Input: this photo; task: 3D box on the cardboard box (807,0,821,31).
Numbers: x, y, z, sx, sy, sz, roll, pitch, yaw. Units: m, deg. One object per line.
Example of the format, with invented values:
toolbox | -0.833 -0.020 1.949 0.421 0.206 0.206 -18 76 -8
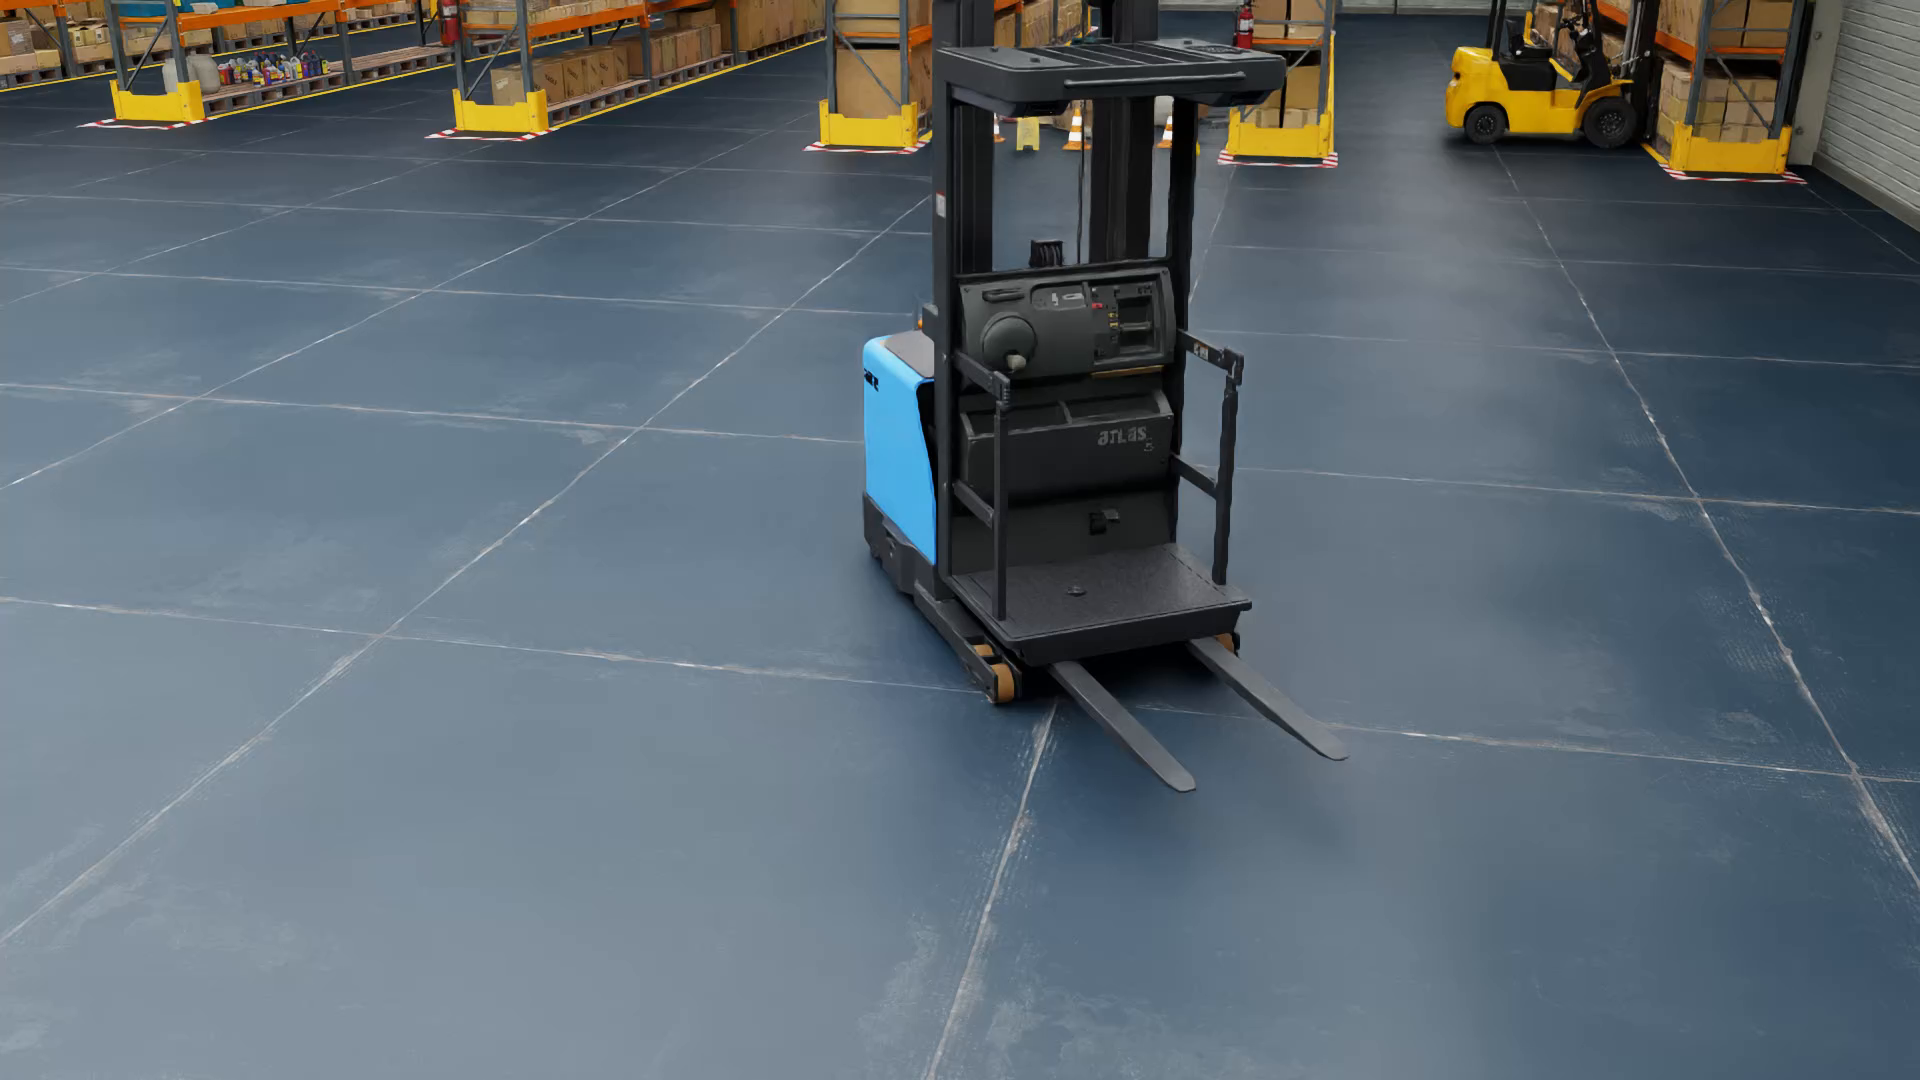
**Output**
cardboard box | -3.287 -10.527 32.759 0.875 0.875 0.875 4 22 11

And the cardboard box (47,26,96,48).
cardboard box | -14.502 -8.225 27.129 0.500 0.311 0.500 5 22 11

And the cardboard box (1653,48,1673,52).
cardboard box | 9.023 -6.255 21.649 0.500 0.250 0.500 4 22 10

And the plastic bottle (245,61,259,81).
plastic bottle | -10.527 -6.985 24.739 0.152 0.276 0.135 4 22 11

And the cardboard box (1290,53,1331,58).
cardboard box | 4.405 -5.863 21.011 0.500 0.500 0.500 5 22 12

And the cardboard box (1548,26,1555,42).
cardboard box | 10.960 -9.234 30.363 0.396 0.266 0.258 5 23 13

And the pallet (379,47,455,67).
pallet | -9.361 -8.424 28.987 1.003 0.211 1.213 4 22 11

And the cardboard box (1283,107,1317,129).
cardboard box | 4.188 -5.132 20.199 0.500 0.250 0.500 4 22 10

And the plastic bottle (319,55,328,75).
plastic bottle | -9.757 -7.278 25.455 0.061 0.283 0.133 6 23 14

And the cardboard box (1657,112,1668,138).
cardboard box | 8.510 -4.858 19.519 0.500 0.250 0.500 4 22 11

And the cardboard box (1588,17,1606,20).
cardboard box | 10.496 -8.592 27.589 0.380 0.149 0.250 5 22 11

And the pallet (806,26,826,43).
pallet | -3.268 -10.061 33.053 1.003 0.211 1.213 4 22 11

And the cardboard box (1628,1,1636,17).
cardboard box | 9.276 -7.159 22.315 0.500 0.250 0.500 5 22 12

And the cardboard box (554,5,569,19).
cardboard box | -5.433 -7.028 22.125 0.380 0.149 0.250 4 22 11

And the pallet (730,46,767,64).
pallet | -4.082 -8.609 29.447 1.003 0.211 1.213 4 22 11

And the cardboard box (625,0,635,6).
cardboard box | -4.949 -7.849 24.163 0.380 0.149 0.250 4 22 11

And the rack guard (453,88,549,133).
rack guard | -5.933 -5.562 21.496 1.175 0.500 0.348 4 22 11

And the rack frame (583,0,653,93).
rack frame | -5.133 -8.157 24.592 1.000 3.000 0.127 4 22 11

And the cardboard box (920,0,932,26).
cardboard box | -0.754 -6.886 21.235 0.875 0.550 0.550 4 22 11

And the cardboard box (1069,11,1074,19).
cardboard box | 2.055 -10.453 33.150 0.380 0.149 0.250 6 23 14

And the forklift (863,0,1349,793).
forklift | 0.524 -0.872 6.596 1.130 2.935 3.031 -8 23 -19

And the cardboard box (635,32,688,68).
cardboard box | -4.757 -7.802 26.468 0.700 0.500 0.500 3 22 6

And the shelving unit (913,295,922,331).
shelving unit | -0.042 -0.709 8.508 0.258 1.200 0.503 6 23 15

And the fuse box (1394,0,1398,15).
fuse box | 10.172 -13.043 38.449 0.539 1.711 0.414 4 22 11

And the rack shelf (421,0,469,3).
rack shelf | -8.757 -10.395 31.112 1.077 0.370 4.000 4 22 11

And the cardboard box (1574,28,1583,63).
cardboard box | 10.337 -8.068 27.154 0.500 0.500 0.500 5 23 13

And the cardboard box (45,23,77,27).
cardboard box | -14.928 -8.454 27.697 0.500 0.311 0.500 5 22 12

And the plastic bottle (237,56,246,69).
plastic bottle | -10.678 -7.022 24.730 0.144 0.351 0.185 4 22 10

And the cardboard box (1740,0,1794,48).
cardboard box | 8.986 -5.768 18.526 0.500 0.500 0.500 5 23 13

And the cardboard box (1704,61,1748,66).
cardboard box | 9.218 -5.658 20.167 0.500 0.250 0.500 4 22 10

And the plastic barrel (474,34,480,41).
plastic barrel | -9.054 -9.432 30.525 0.421 0.512 0.421 0 22 0

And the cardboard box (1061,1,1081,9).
cardboard box | 2.255 -10.874 33.796 0.380 0.149 0.250 4 22 10

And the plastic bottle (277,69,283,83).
plastic bottle | -10.012 -6.815 24.417 0.097 0.201 0.097 0 22 0

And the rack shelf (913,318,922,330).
rack shelf | -0.042 -1.074 8.361 0.258 0.148 0.480 6 23 15

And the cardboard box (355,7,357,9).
cardboard box | -13.206 -11.300 35.407 0.500 0.311 0.500 4 22 11

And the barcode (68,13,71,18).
barcode | -14.370 -8.465 26.829 0.001 0.075 0.075 4 22 11

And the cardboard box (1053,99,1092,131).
cardboard box | 1.633 -5.616 21.625 0.797 0.503 0.637 -11 25 -26

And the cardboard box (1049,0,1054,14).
cardboard box | 1.430 -9.759 30.350 0.500 0.250 0.500 4 22 9

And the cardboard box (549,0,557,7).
cardboard box | -5.825 -7.270 21.856 0.875 0.500 0.500 4 22 11

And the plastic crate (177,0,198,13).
plastic crate | -10.850 -7.446 23.025 0.499 0.251 0.408 4 22 11

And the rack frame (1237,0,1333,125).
rack frame | 3.753 -5.939 19.084 1.000 3.000 0.127 4 22 11

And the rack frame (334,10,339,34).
rack frame | -13.197 -11.839 33.735 1.000 3.000 0.127 4 22 11

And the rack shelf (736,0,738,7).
rack shelf | -3.908 -10.018 30.175 1.077 0.370 4.000 4 22 11

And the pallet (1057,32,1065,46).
pallet | 1.437 -9.623 31.964 1.003 0.211 1.213 4 22 11

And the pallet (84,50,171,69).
pallet | -14.471 -8.340 28.779 1.003 0.211 1.213 4 22 11

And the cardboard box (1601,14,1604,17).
cardboard box | 11.179 -8.944 28.461 0.380 0.149 0.250 5 22 11

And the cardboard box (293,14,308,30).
cardboard box | -13.229 -10.318 32.715 0.500 0.500 0.500 5 22 12

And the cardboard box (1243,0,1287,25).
cardboard box | 3.594 -6.343 19.555 0.500 0.500 0.500 4 22 10

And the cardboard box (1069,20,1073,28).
cardboard box | 2.052 -10.315 33.204 0.380 0.149 0.250 5 22 12

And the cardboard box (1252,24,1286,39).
cardboard box | 3.620 -5.975 19.511 0.380 0.149 0.250 5 23 13

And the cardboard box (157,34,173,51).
cardboard box | -14.089 -8.712 29.089 0.500 0.250 0.500 5 22 12
